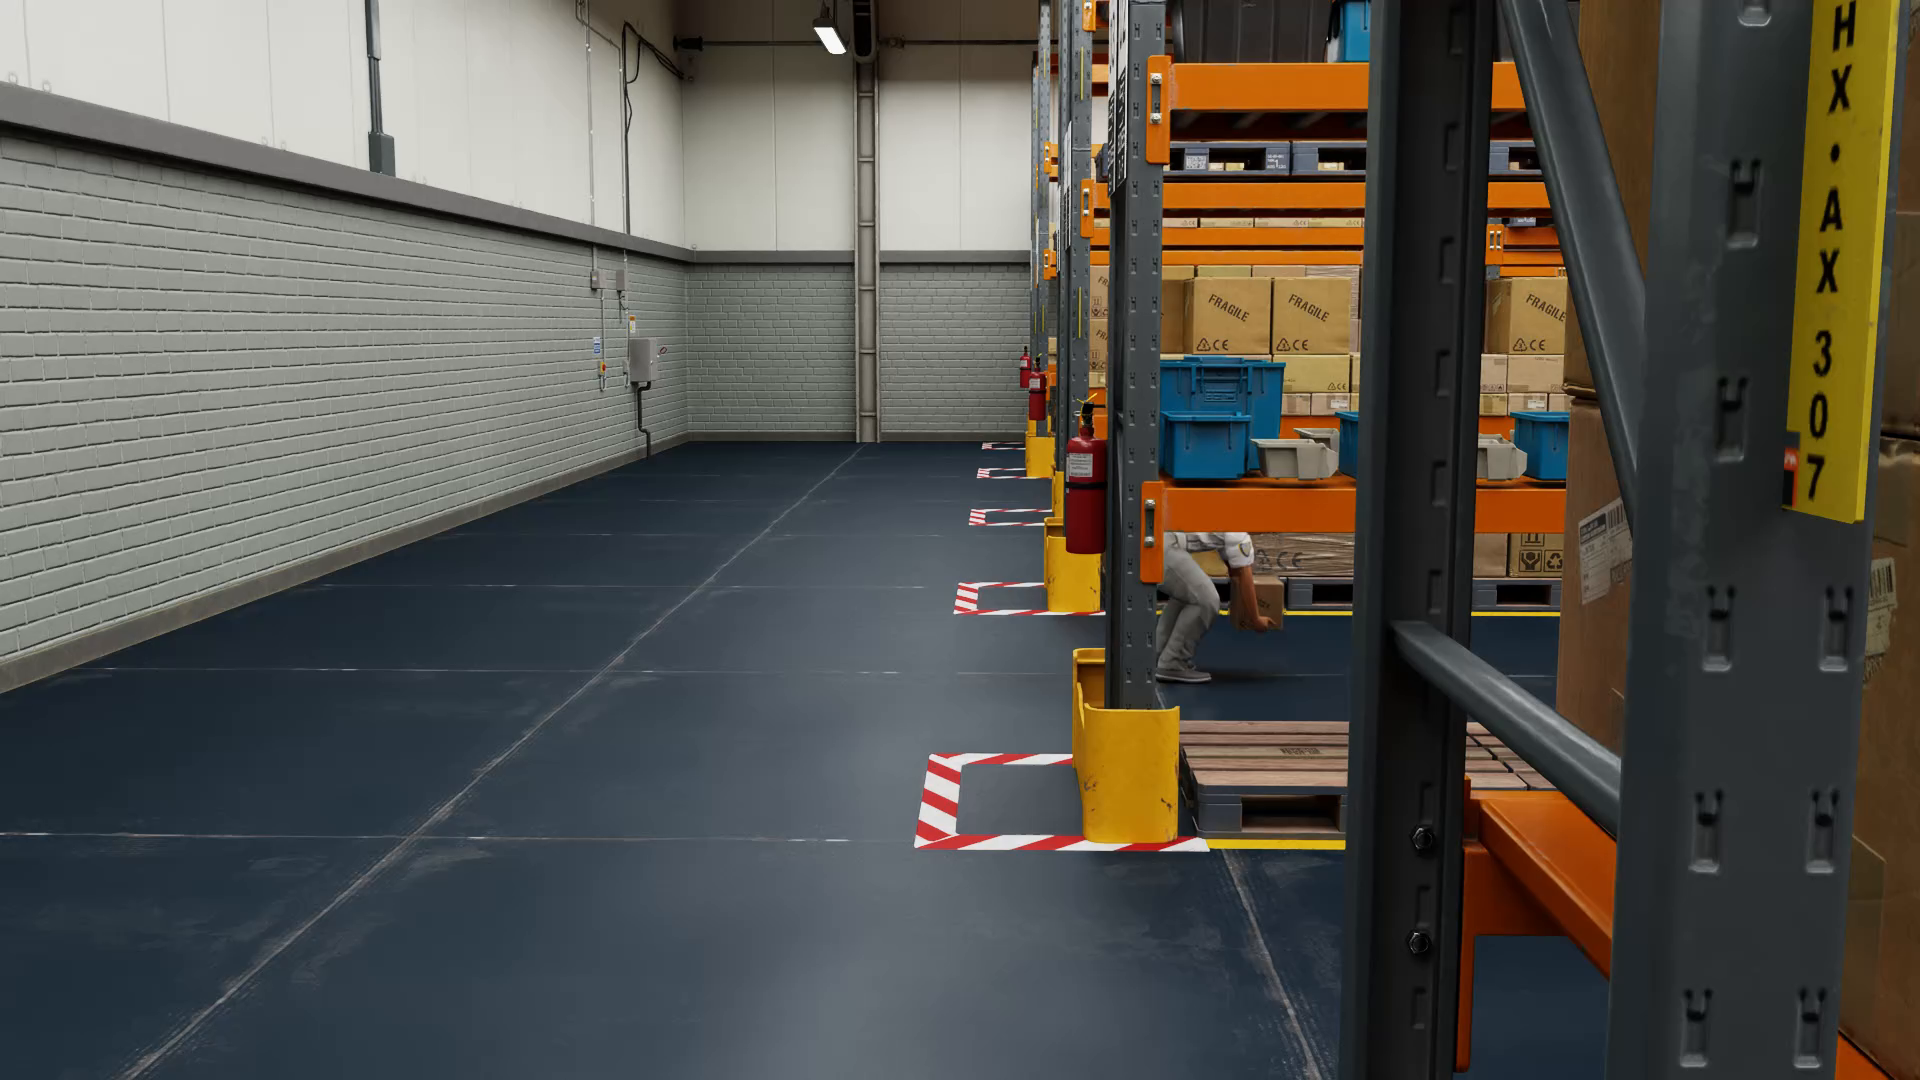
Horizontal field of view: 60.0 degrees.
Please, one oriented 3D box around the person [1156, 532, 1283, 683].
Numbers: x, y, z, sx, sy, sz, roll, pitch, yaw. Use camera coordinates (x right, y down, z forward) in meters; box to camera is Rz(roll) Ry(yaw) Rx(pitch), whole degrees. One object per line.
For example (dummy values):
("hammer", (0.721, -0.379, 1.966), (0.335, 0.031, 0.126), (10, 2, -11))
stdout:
("person", (1.315, 0.232, 8.960), (0.915, 1.032, 0.504), (0, 7, -2))
